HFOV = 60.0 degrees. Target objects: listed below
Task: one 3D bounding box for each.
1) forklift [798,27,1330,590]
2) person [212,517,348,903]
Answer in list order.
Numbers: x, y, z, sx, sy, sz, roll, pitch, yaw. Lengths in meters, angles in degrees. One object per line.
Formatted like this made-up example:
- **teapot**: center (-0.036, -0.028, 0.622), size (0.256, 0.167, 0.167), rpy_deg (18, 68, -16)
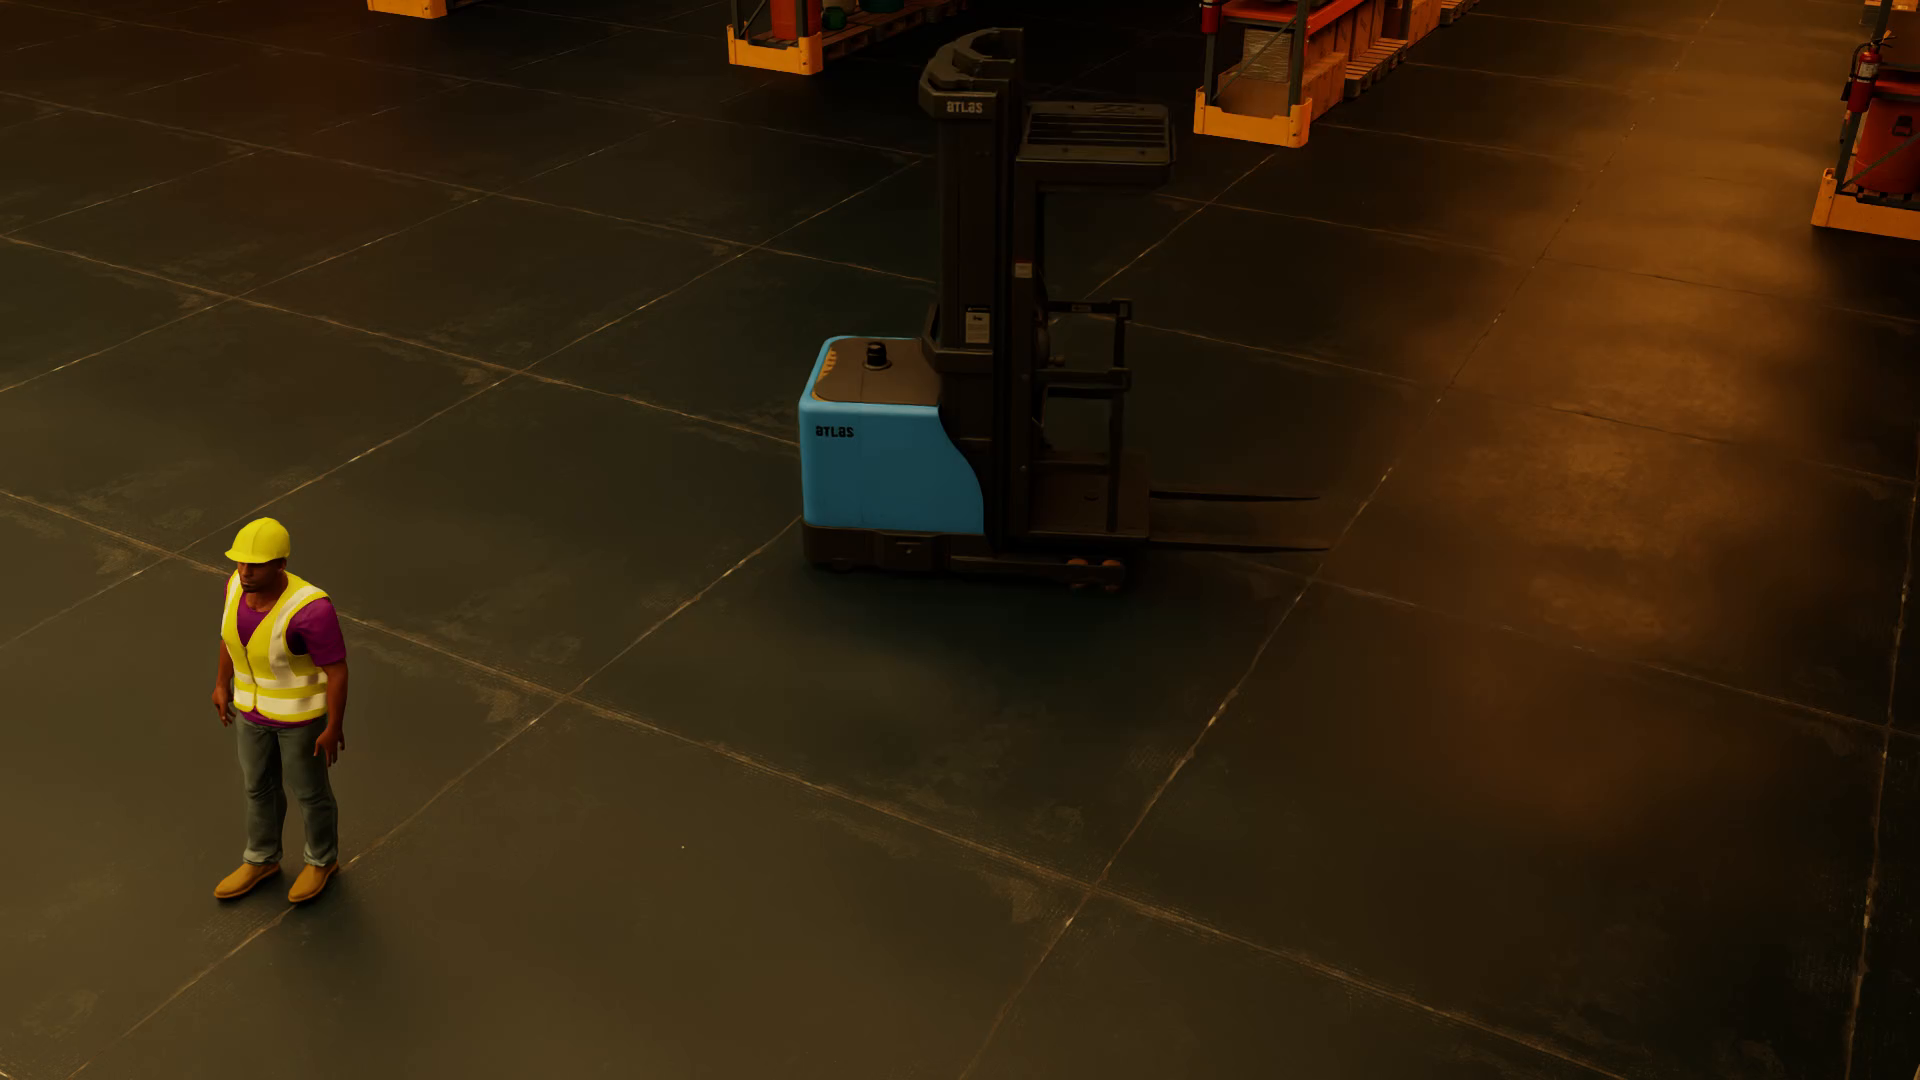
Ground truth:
- **forklift**: center (0.634, -1.266, 9.264), size (3.031, 2.935, 1.130), rpy_deg (3, 30, 5)
- **person**: center (-2.877, 0.740, 6.940), size (0.665, 1.766, 0.577), rpy_deg (13, 32, 21)
